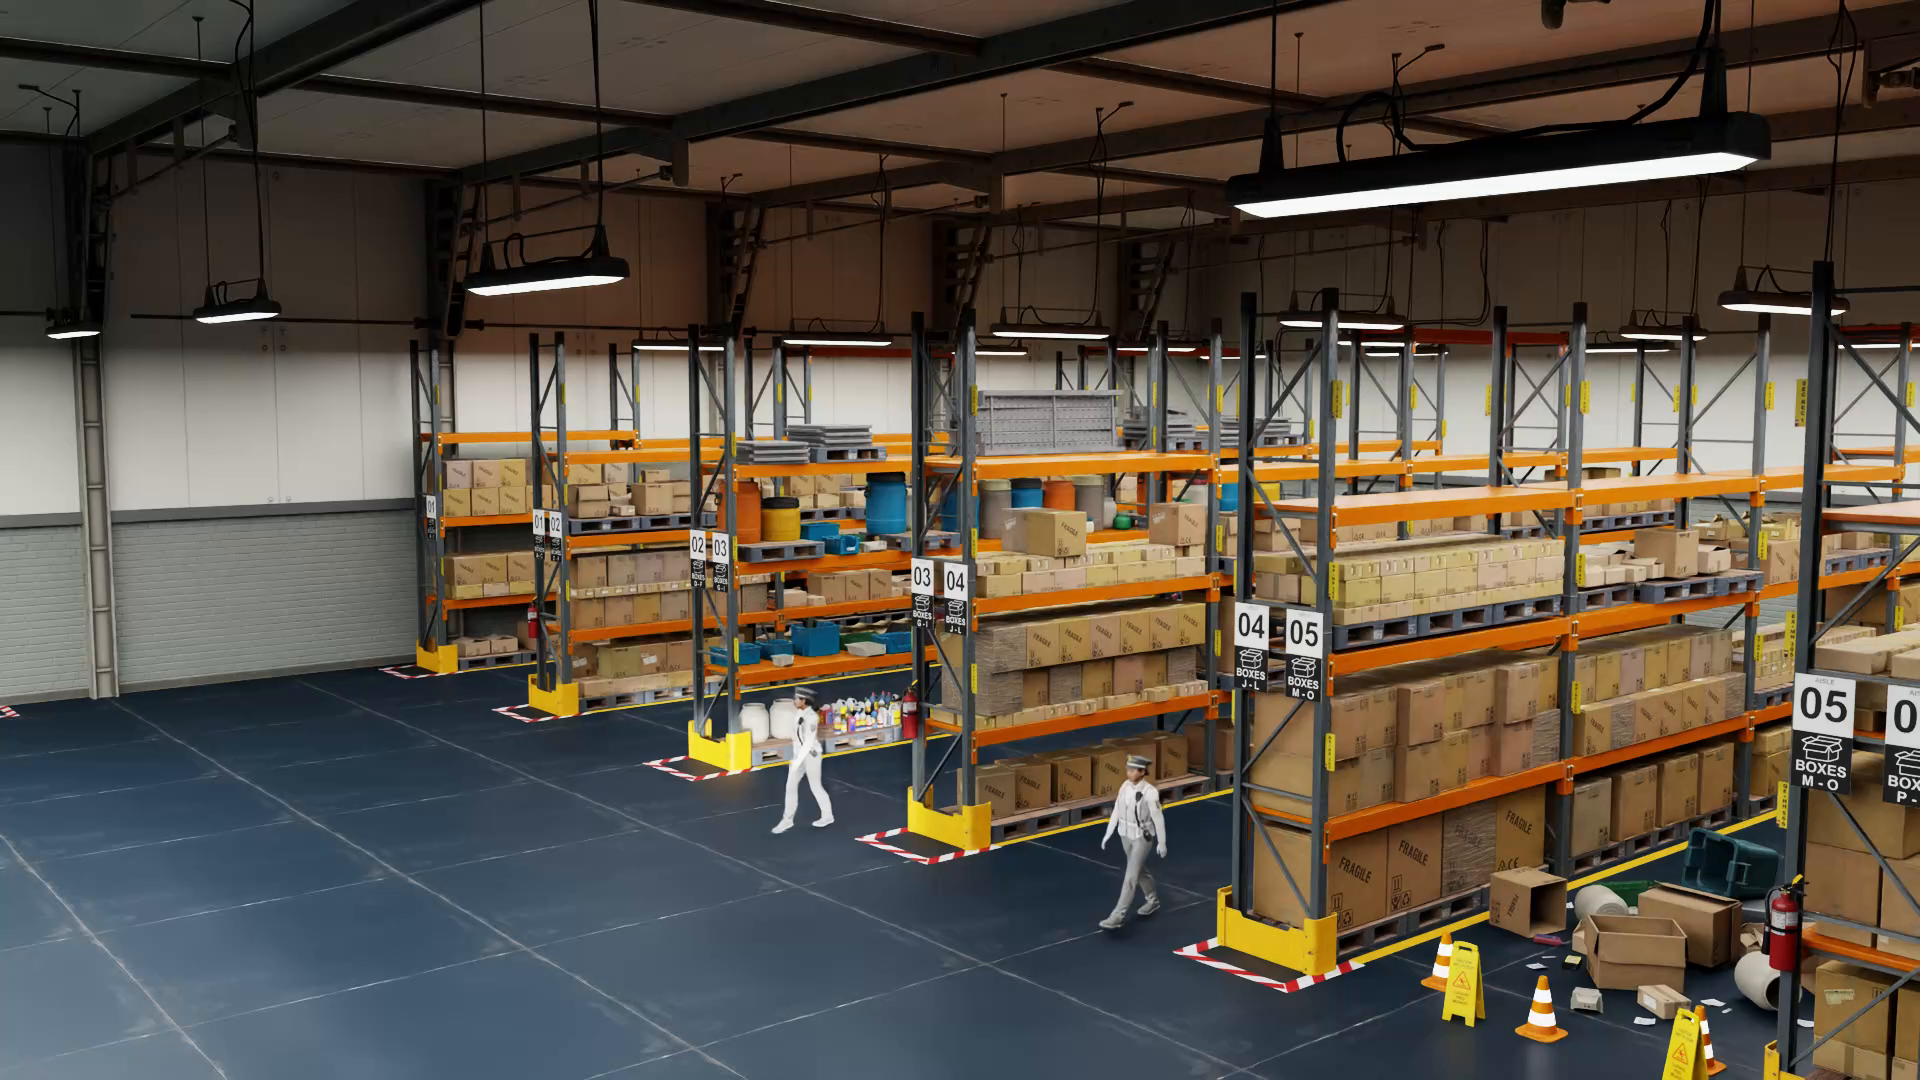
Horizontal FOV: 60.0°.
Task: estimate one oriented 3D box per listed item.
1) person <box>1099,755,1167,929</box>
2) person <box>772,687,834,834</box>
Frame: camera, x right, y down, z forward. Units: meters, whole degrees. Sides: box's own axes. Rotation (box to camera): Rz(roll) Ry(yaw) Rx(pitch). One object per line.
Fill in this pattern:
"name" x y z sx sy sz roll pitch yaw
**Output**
"person" 1.612 2.868 15.937 1.004 1.618 0.532 -4 7 -37
"person" -1.843 2.554 19.370 0.771 1.691 0.510 -4 6 -34
